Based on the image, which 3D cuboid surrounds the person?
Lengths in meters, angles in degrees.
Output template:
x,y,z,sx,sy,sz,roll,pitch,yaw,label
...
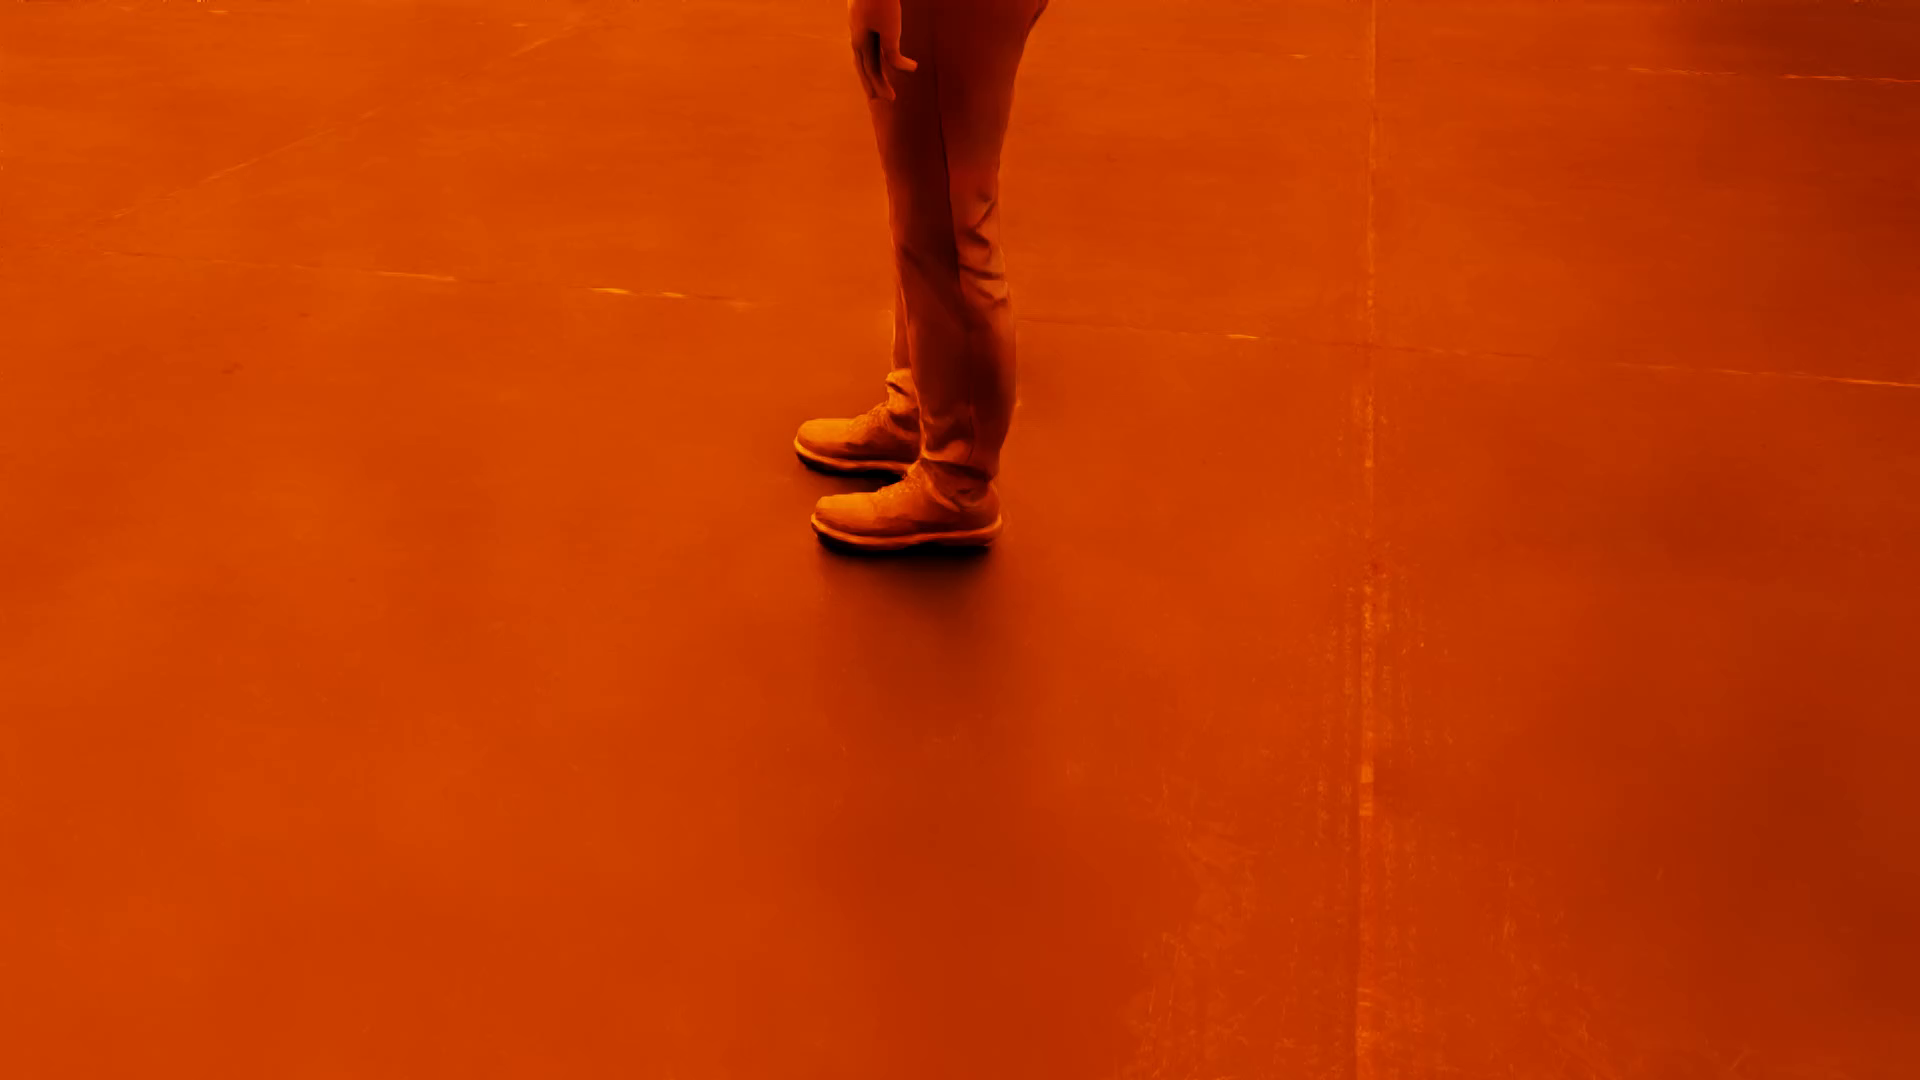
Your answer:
x,y,z,sx,sy,sz,roll,pitch,yaw,label
-0.065,-0.773,2.134,0.533,1.695,0.586,6,27,11,person
